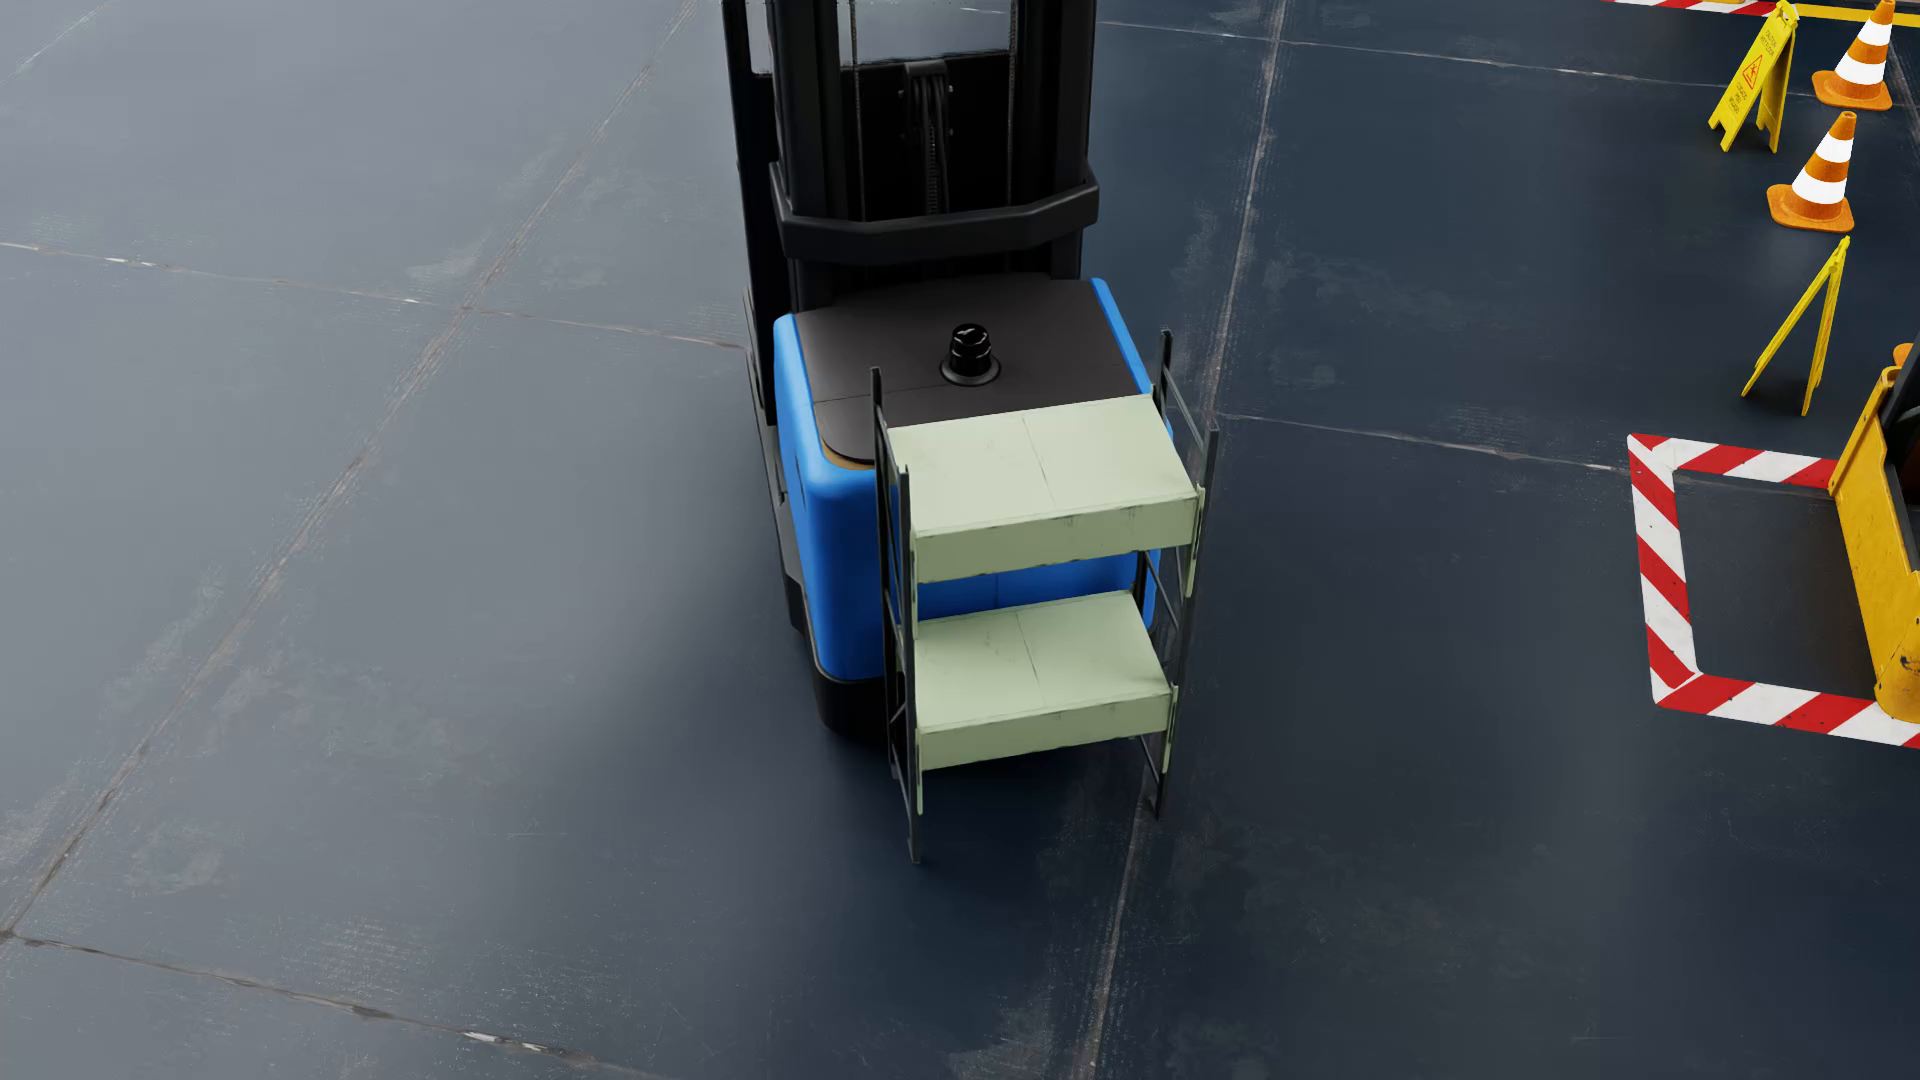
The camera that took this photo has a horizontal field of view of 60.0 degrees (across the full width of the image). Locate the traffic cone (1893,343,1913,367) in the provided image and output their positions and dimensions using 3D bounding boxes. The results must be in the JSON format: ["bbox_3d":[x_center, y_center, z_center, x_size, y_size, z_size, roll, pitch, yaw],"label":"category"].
[{"bbox_3d":[3.790,-0.802,6.250,0.334,0.463,0.336,9,45,9],"label":"traffic cone"}]

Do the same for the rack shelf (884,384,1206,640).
[{"bbox_3d":[0.193,-0.077,4.185,0.720,0.370,0.431,-8,45,-9],"label":"rack shelf"}]

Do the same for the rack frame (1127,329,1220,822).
[{"bbox_3d":[0.551,0.152,4.510,0.023,1.500,0.400,-8,45,-9],"label":"rack frame"}]

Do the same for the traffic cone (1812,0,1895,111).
[{"bbox_3d":[4.279,-2.318,7.825,0.334,0.463,0.336,9,45,9],"label":"traffic cone"}]

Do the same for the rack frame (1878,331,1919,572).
[{"bbox_3d":[3.088,-0.909,4.531,0.127,3.000,1.000,9,45,9],"label":"rack frame"}]

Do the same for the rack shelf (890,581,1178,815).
[{"bbox_3d":[0.193,0.440,4.682,0.720,0.370,0.431,-8,45,-9],"label":"rack shelf"}]

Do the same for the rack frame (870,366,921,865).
[{"bbox_3d":[-0.166,0.257,4.401,0.023,1.500,0.400,-8,45,-9],"label":"rack frame"}]

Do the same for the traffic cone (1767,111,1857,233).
[{"bbox_3d":[3.700,-1.605,7.084,0.334,0.463,0.336,9,45,9],"label":"traffic cone"}]

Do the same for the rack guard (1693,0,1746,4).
[{"bbox_3d":[4.047,-3.377,8.898,0.348,0.500,1.175,9,45,9],"label":"rack guard"}]

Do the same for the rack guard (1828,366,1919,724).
[{"bbox_3d":[3.162,0.003,5.386,0.348,0.500,1.175,9,45,9],"label":"rack guard"}]

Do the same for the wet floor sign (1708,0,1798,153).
[{"bbox_3d":[3.610,-2.090,7.456,0.232,0.644,0.267,2,44,2],"label":"wet floor sign"}]

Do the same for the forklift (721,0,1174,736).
[{"bbox_3d":[-0.191,-1.498,5.193,1.130,2.935,3.031,-8,44,-8],"label":"forklift"}]

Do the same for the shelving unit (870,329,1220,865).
[{"bbox_3d":[0.193,0.205,4.456,0.755,1.500,0.431,-8,45,-9],"label":"shelving unit"}]

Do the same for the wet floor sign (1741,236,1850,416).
[{"bbox_3d":[3.136,-0.813,6.130,0.232,0.644,0.267,24,49,23],"label":"wet floor sign"}]
